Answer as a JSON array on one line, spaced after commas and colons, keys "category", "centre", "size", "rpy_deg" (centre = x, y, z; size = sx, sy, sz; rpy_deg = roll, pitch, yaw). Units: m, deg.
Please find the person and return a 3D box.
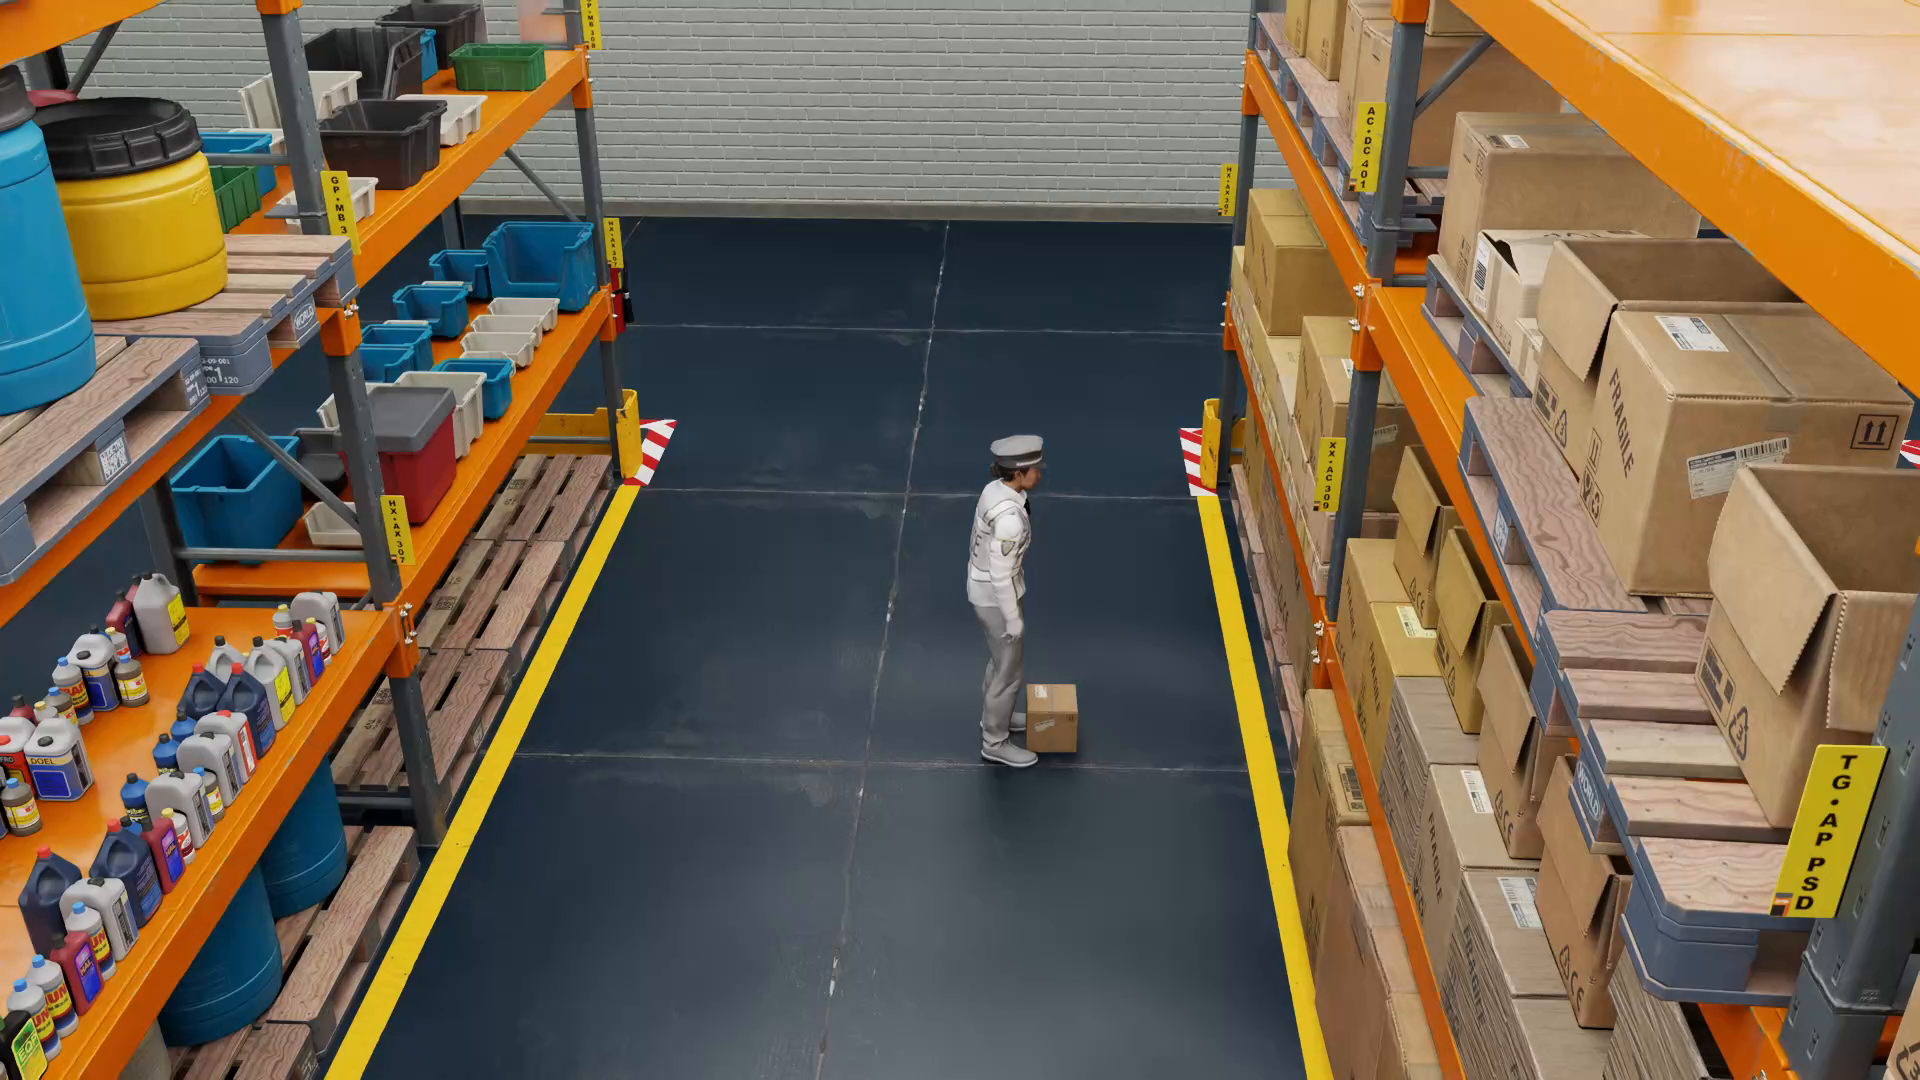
[{"category": "person", "centre": [0.220, 0.278, 8.099], "size": [0.374, 1.662, 0.539], "rpy_deg": [-1, 28, -1]}]
